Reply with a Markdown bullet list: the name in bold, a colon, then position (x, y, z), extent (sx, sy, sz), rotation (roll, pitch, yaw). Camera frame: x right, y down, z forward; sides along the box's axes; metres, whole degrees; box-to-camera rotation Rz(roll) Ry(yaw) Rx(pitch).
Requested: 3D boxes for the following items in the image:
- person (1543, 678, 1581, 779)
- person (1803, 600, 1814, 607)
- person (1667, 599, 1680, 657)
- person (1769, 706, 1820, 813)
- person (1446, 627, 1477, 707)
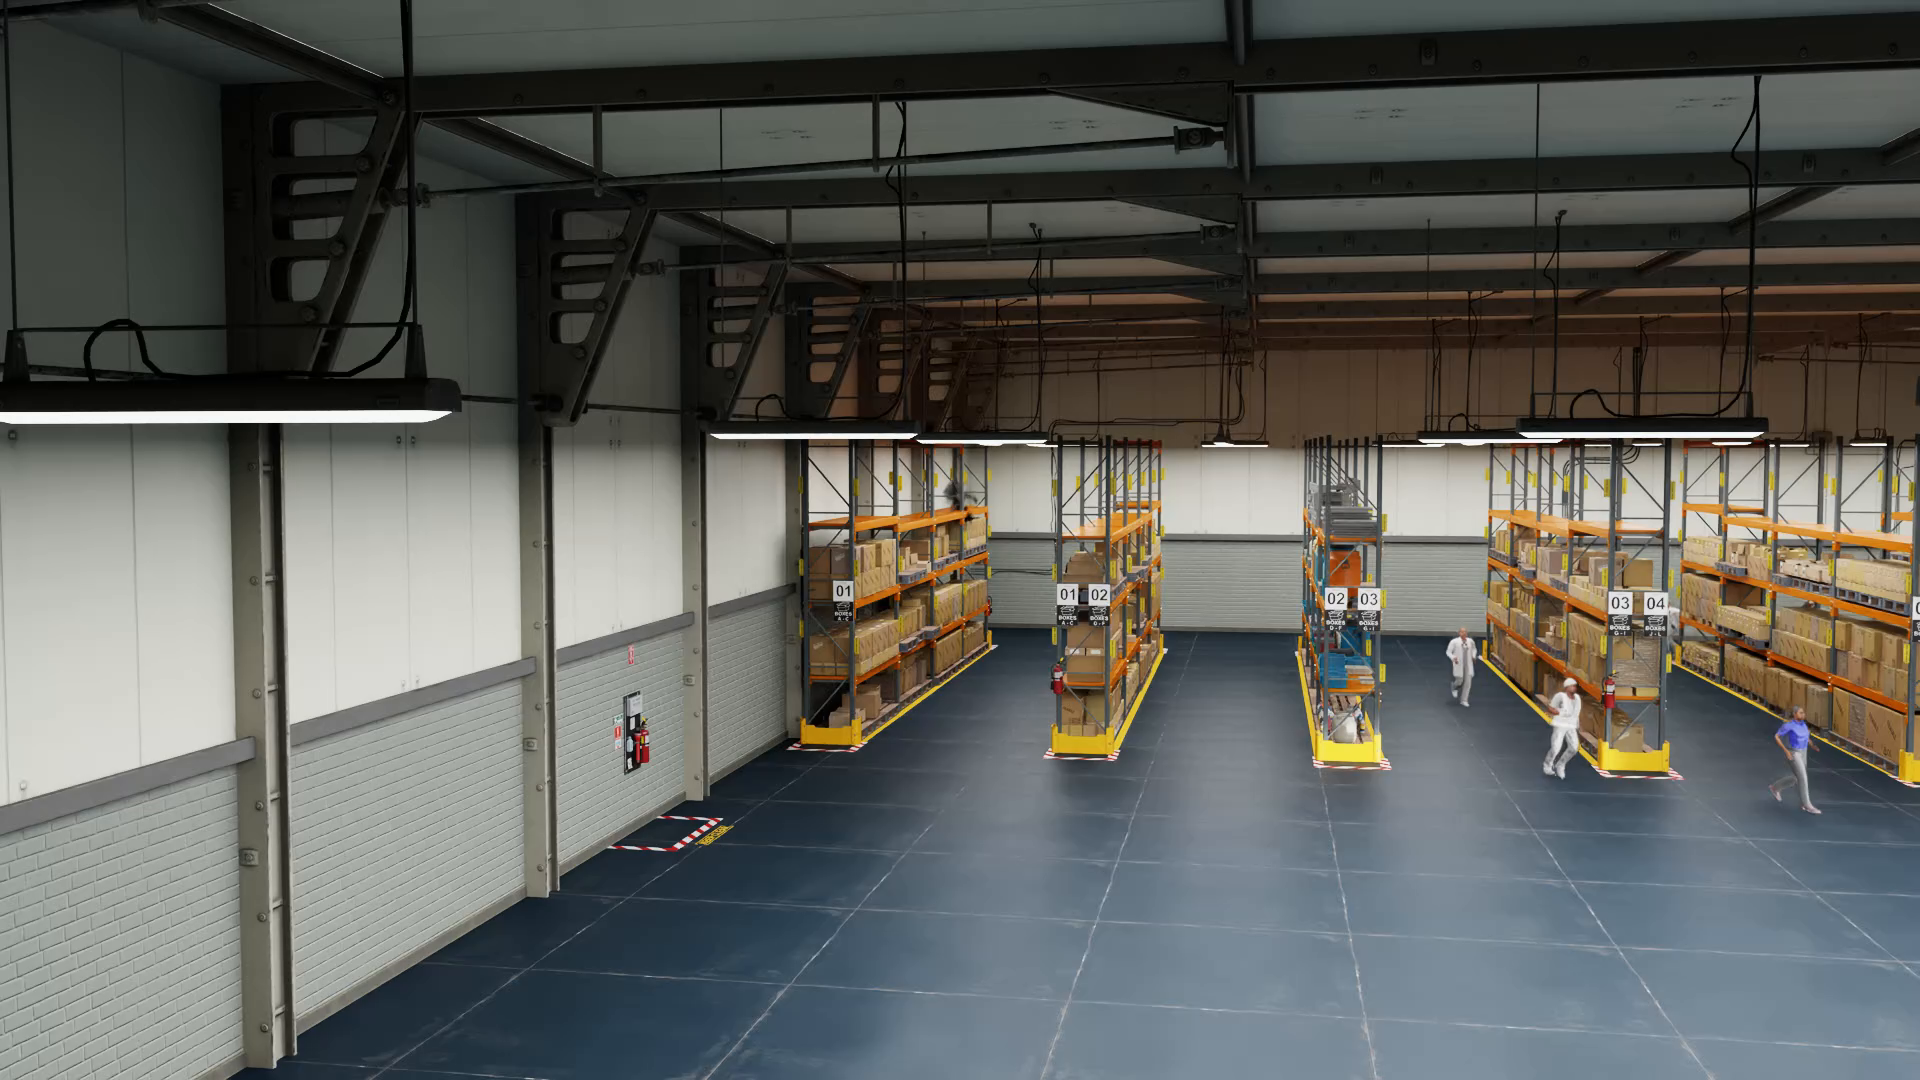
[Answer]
- **person**: position (10.609, 3.288, 29.028), extent (0.676, 1.752, 0.644), rotation (0, 3, -7)
- **person**: position (23.124, 2.420, 45.329), extent (0.622, 1.716, 0.698), rotation (1, 3, 13)
- **person**: position (19.495, 2.447, 45.644), extent (0.789, 1.680, 0.620), rotation (0, 3, -8)
- **person**: position (13.293, 3.456, 26.470), extent (0.597, 1.647, 0.885), rotation (-2, 4, -31)
- **person**: position (11.301, 2.833, 37.390), extent (0.710, 1.753, 0.851), rotation (0, 3, -1)
